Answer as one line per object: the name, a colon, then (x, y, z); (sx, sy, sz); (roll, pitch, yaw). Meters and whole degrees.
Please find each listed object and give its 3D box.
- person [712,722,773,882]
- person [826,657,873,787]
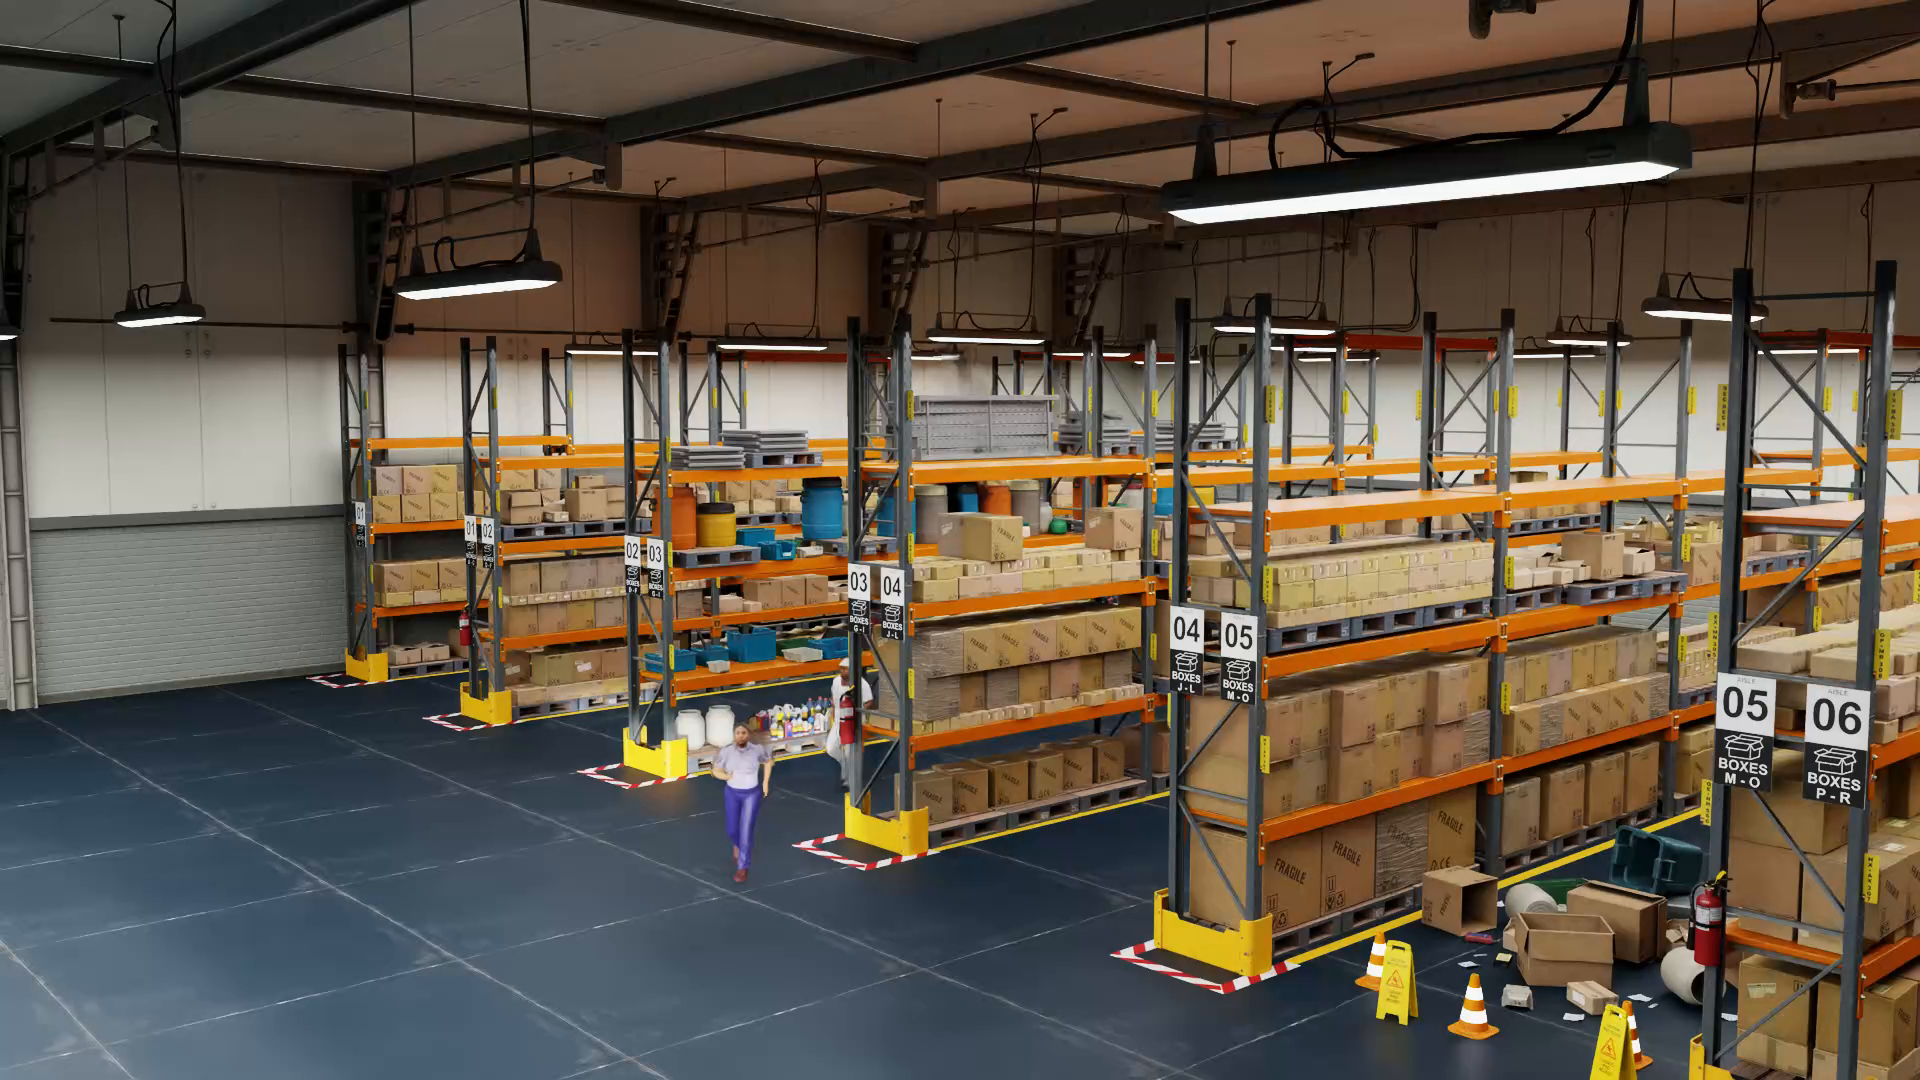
person: (-2.323, 2.737, 17.749); (0.613, 1.624, 0.927); (0, 5, 1)
person: (-1.468, 2.371, 21.574); (0.702, 1.718, 0.588); (3, 6, 27)
